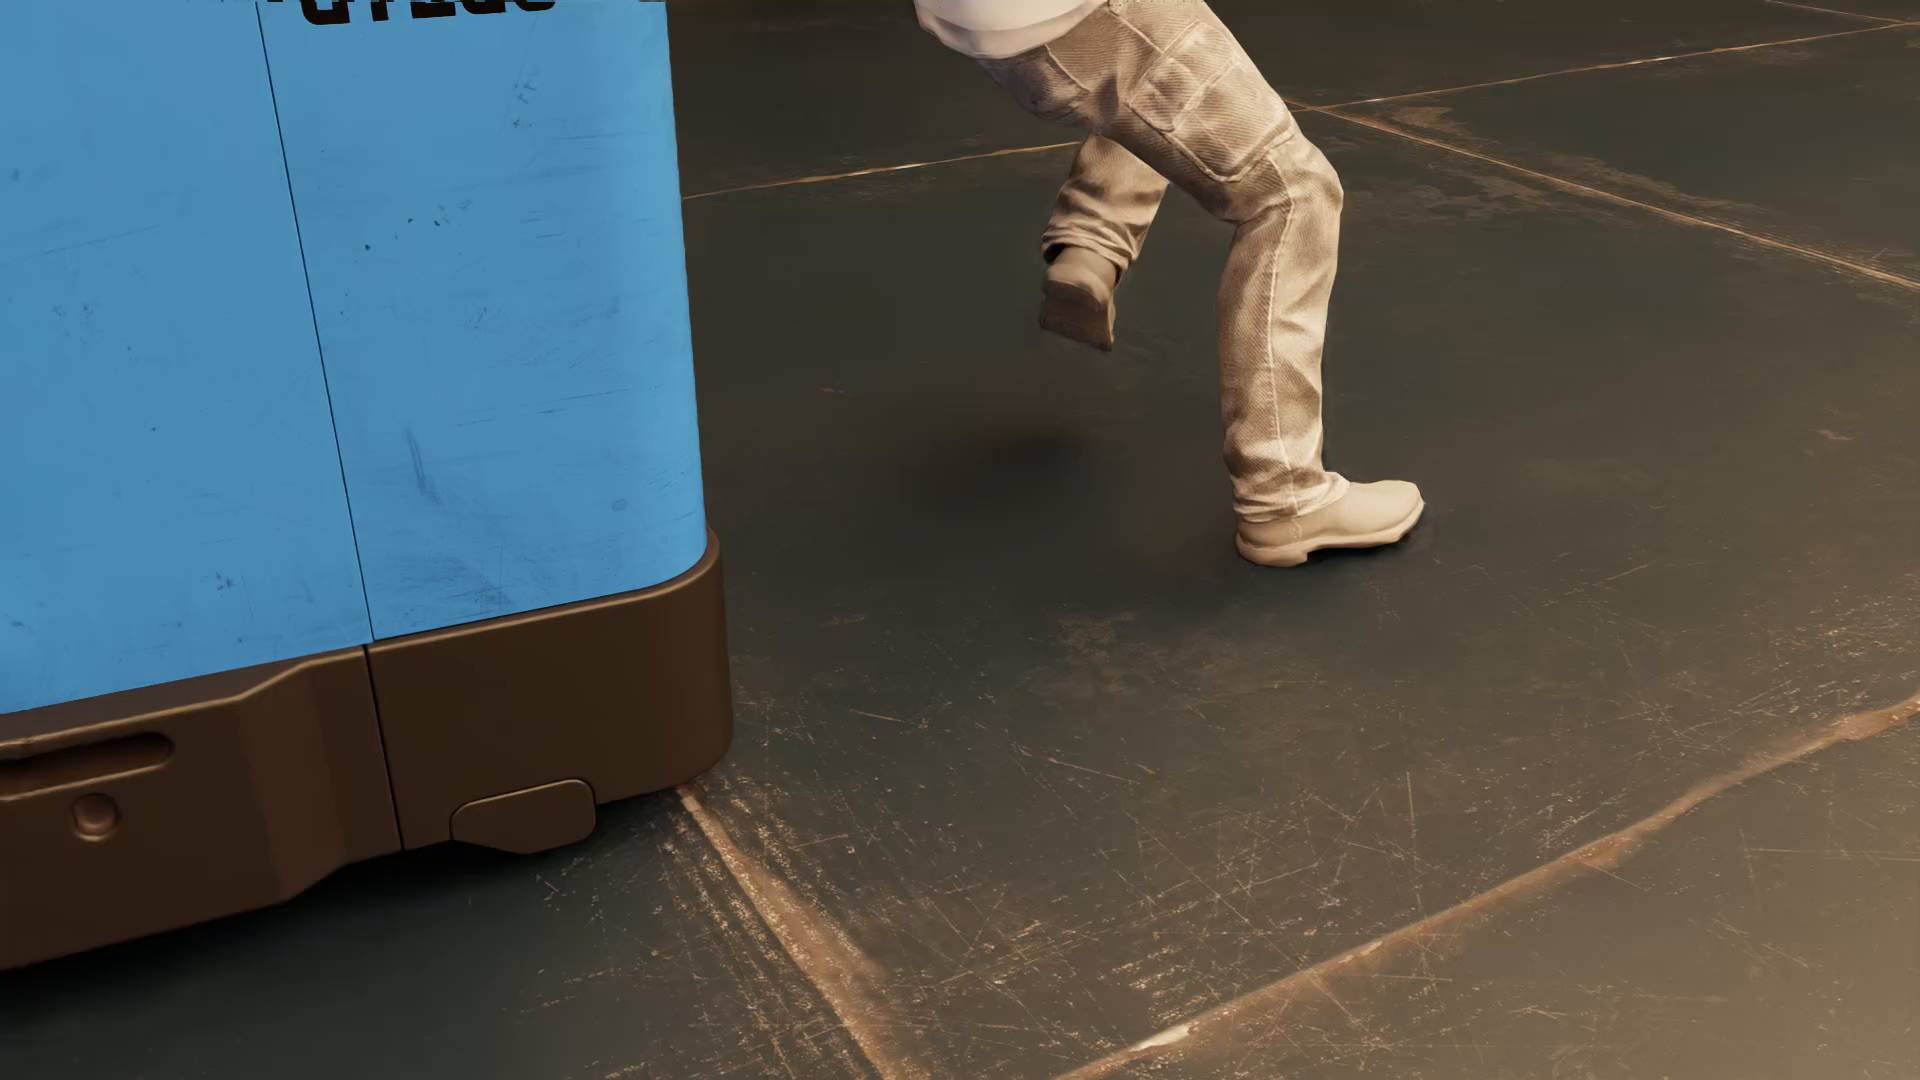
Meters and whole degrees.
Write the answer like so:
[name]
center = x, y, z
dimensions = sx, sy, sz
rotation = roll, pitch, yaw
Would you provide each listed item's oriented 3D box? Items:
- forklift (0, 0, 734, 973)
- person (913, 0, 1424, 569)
[forklift]
center = -1.823, -0.933, 1.100
dimensions = 3.031, 2.935, 1.130
rotation = -11, 29, -21
[person]
center = 0.342, -0.834, 2.396
dimensions = 0.785, 1.592, 0.837
rotation = -10, 28, -18
